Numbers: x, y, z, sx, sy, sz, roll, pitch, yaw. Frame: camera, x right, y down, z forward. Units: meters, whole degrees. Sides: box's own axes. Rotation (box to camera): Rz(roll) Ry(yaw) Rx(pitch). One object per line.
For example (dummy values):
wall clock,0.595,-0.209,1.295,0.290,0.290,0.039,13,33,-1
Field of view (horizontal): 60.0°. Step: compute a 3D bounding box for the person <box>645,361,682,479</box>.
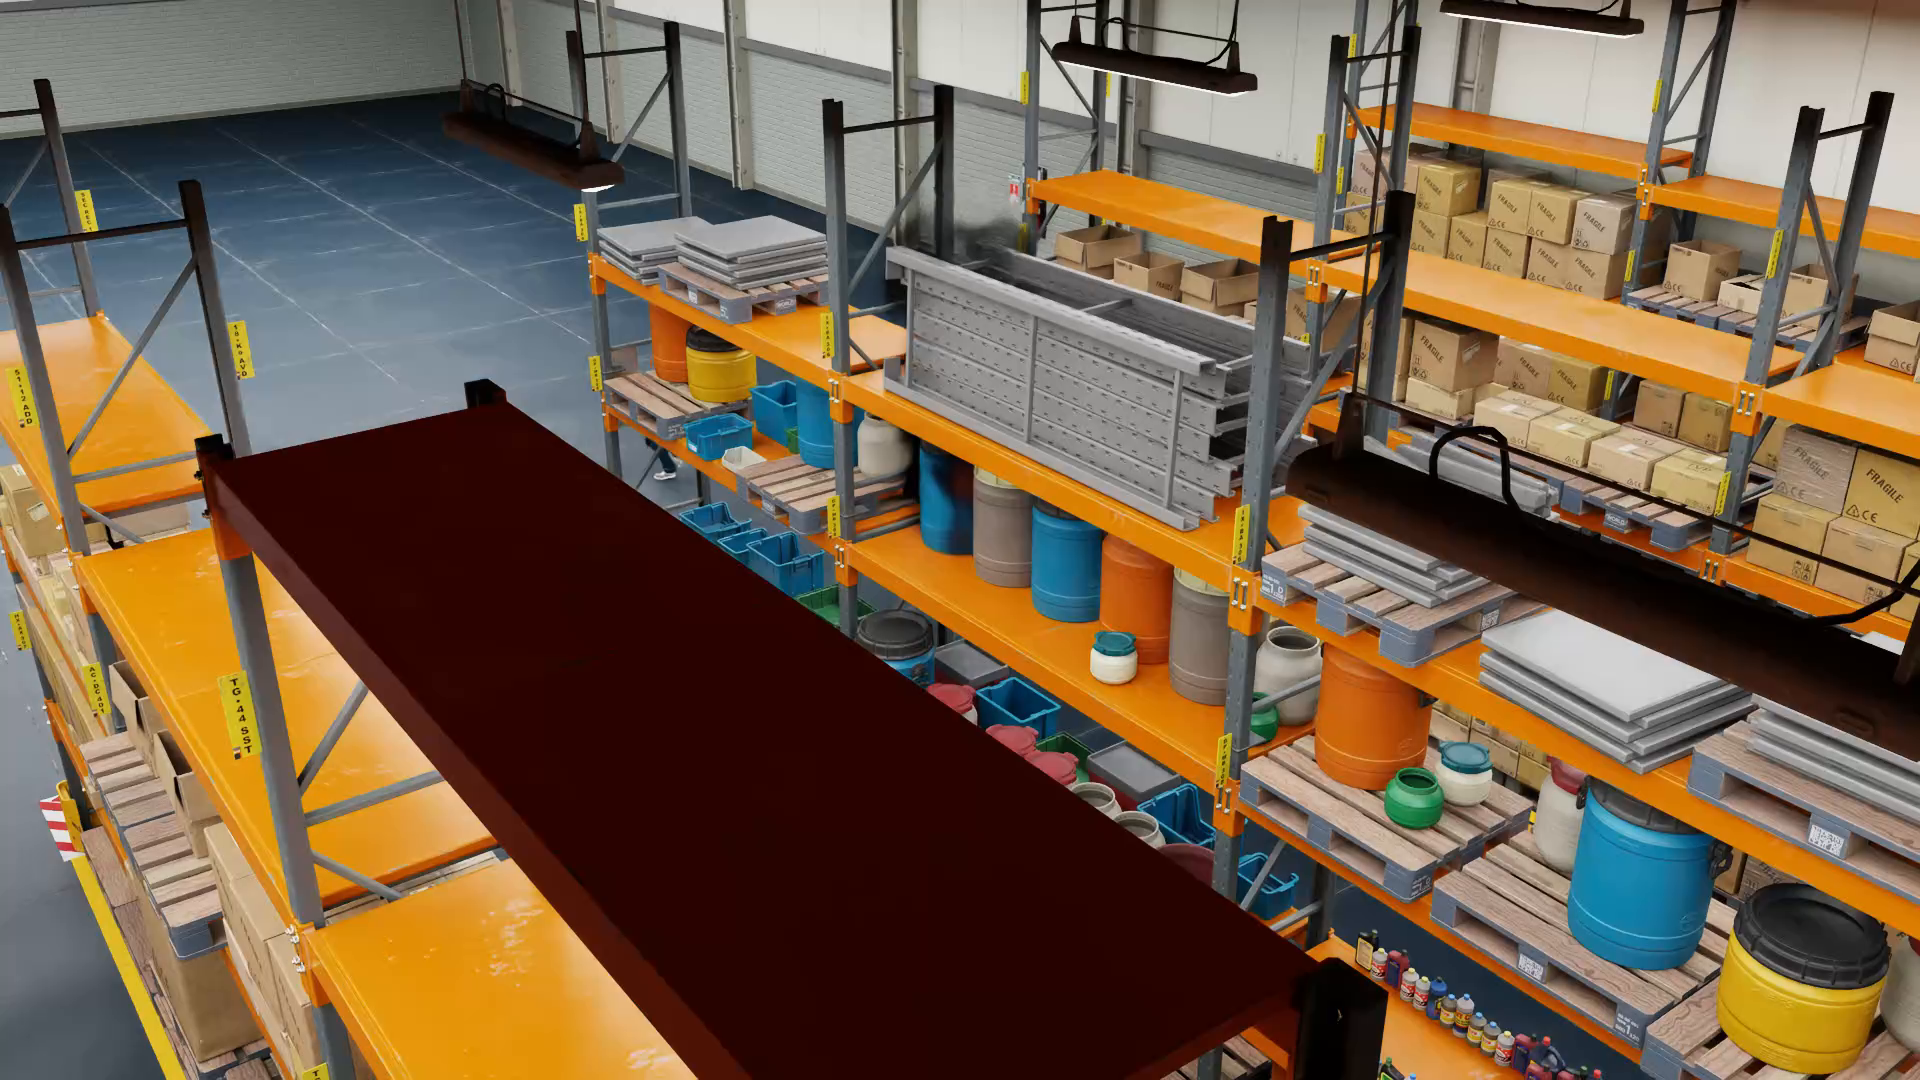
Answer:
person,-3.647,-1.439,20.356,0.557,1.461,0.535,-8,26,-17
